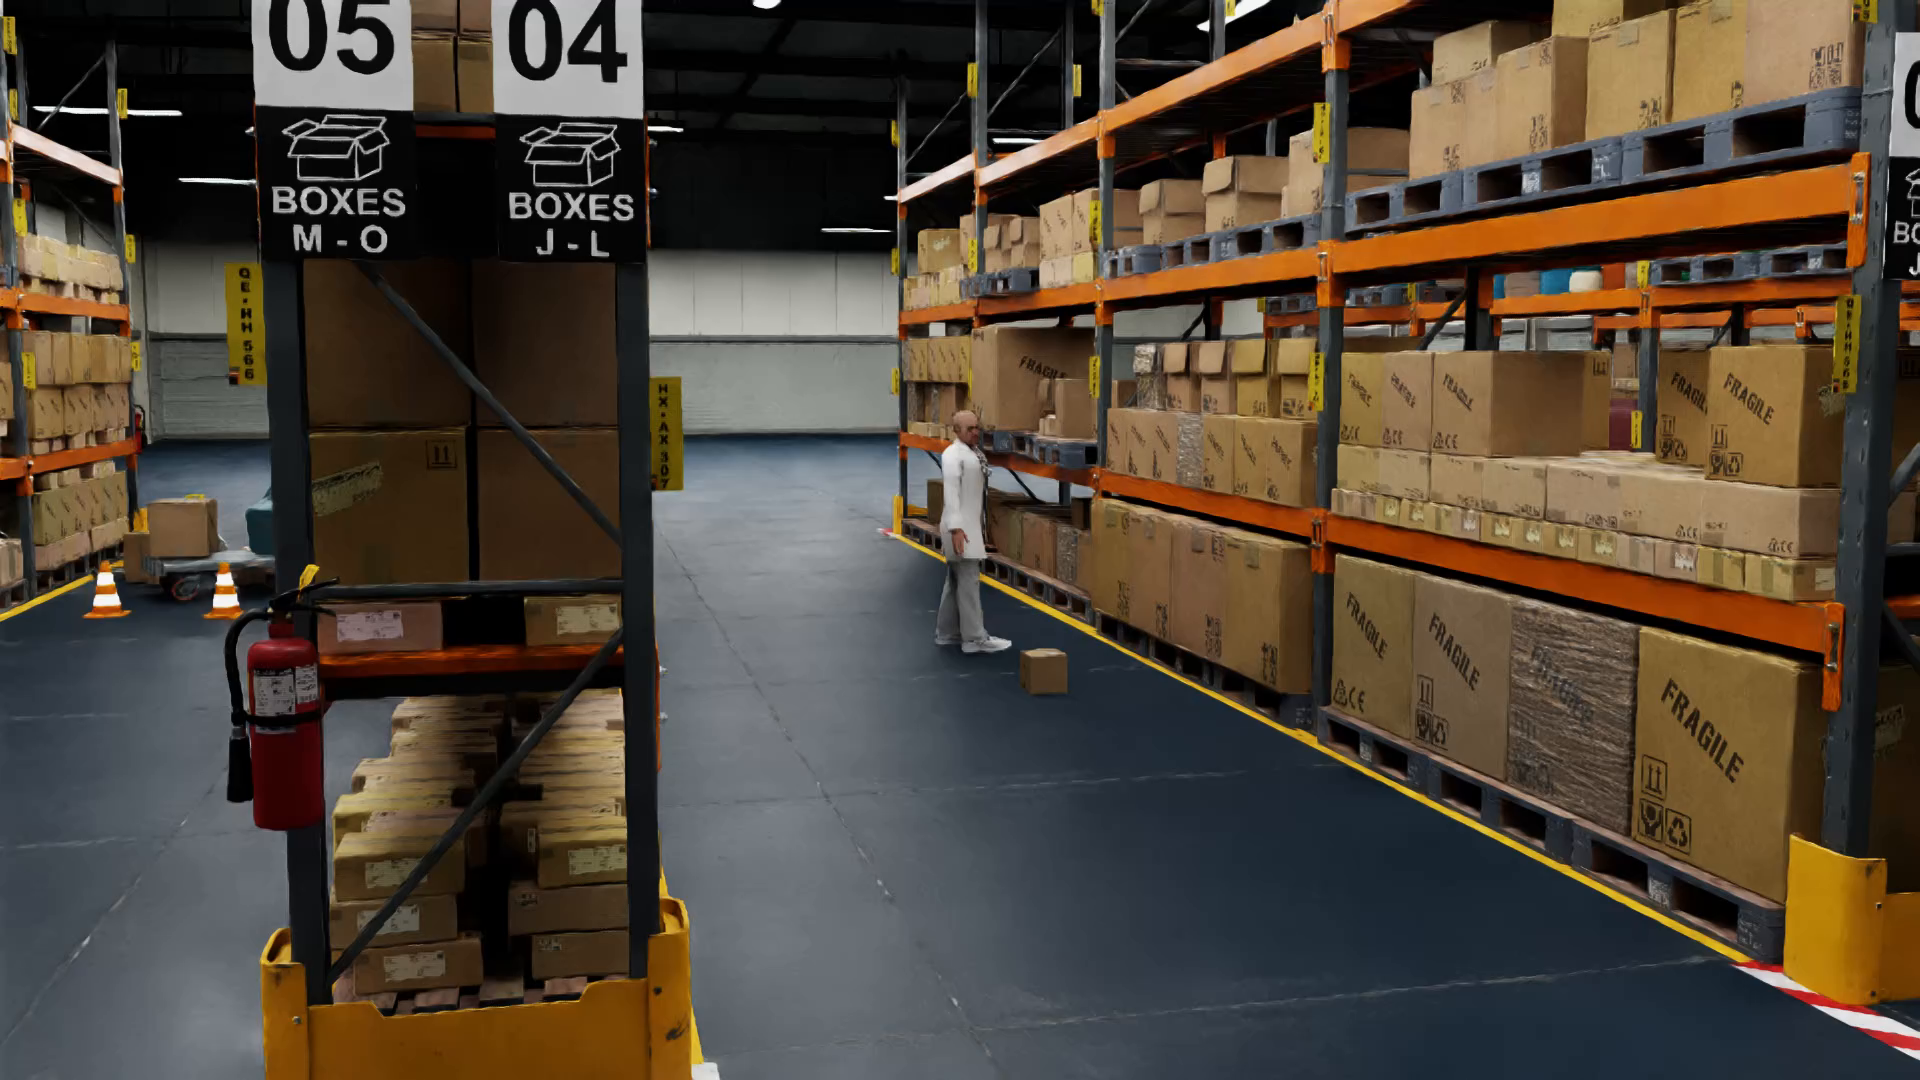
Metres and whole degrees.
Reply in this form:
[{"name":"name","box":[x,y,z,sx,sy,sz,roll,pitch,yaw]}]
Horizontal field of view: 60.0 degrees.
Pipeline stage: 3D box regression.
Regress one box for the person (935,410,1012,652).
[{"name":"person","box":[0.094,-0.071,12.289,0.629,1.777,0.675,1,6,13]}]
